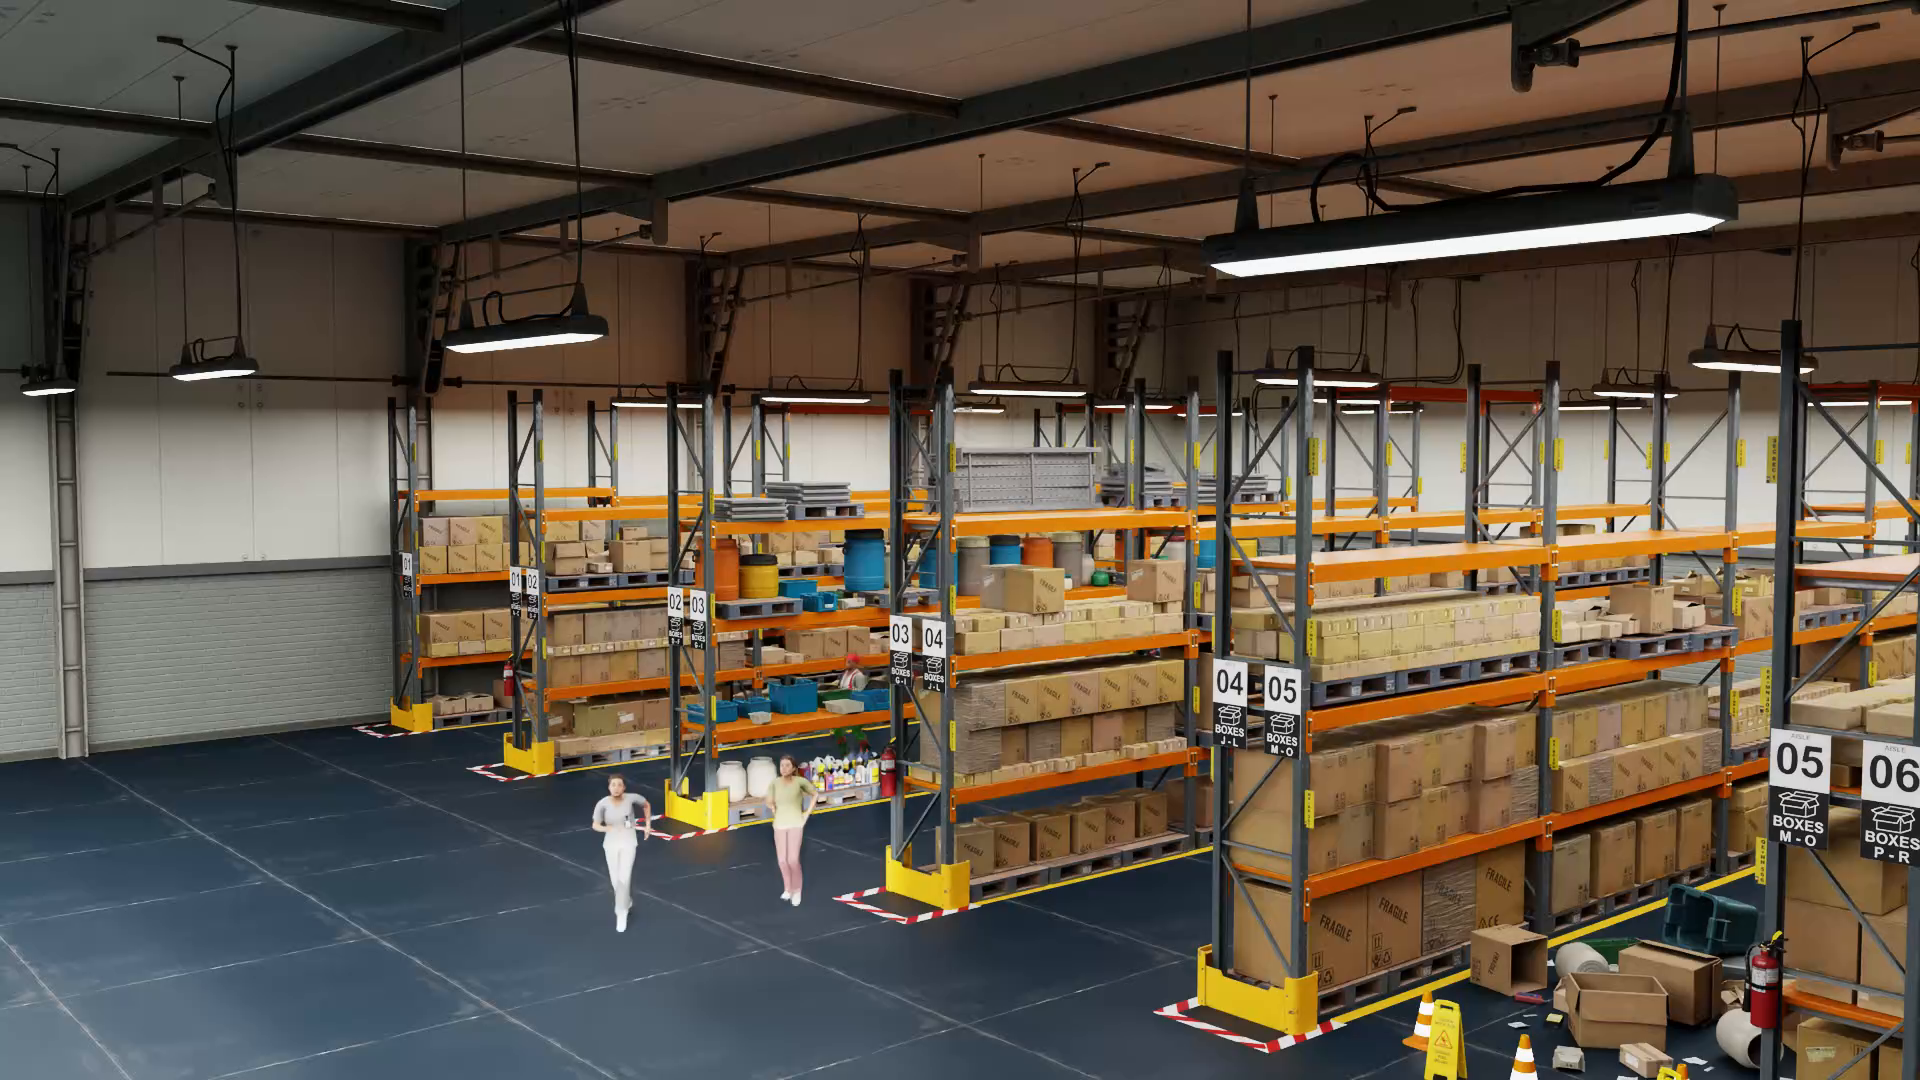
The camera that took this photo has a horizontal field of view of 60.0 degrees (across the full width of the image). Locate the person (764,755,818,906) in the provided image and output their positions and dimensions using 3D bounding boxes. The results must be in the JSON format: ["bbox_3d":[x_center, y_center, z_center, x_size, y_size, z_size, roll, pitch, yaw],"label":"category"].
[{"bbox_3d":[-1.920,3.257,18.619,0.573,1.711,0.602,1,3,11],"label":"person"}]

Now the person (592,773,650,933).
[{"bbox_3d":[-3.610,3.295,17.745,0.588,1.676,0.814,0,3,-6],"label":"person"}]

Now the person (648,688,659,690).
[{"bbox_3d":[-5.480,2.646,29.457,0.611,1.653,0.664,3,5,44],"label":"person"}]

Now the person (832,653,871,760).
[{"bbox_3d":[-1.749,2.722,26.684,0.754,1.830,0.632,-3,5,-42],"label":"person"}]
